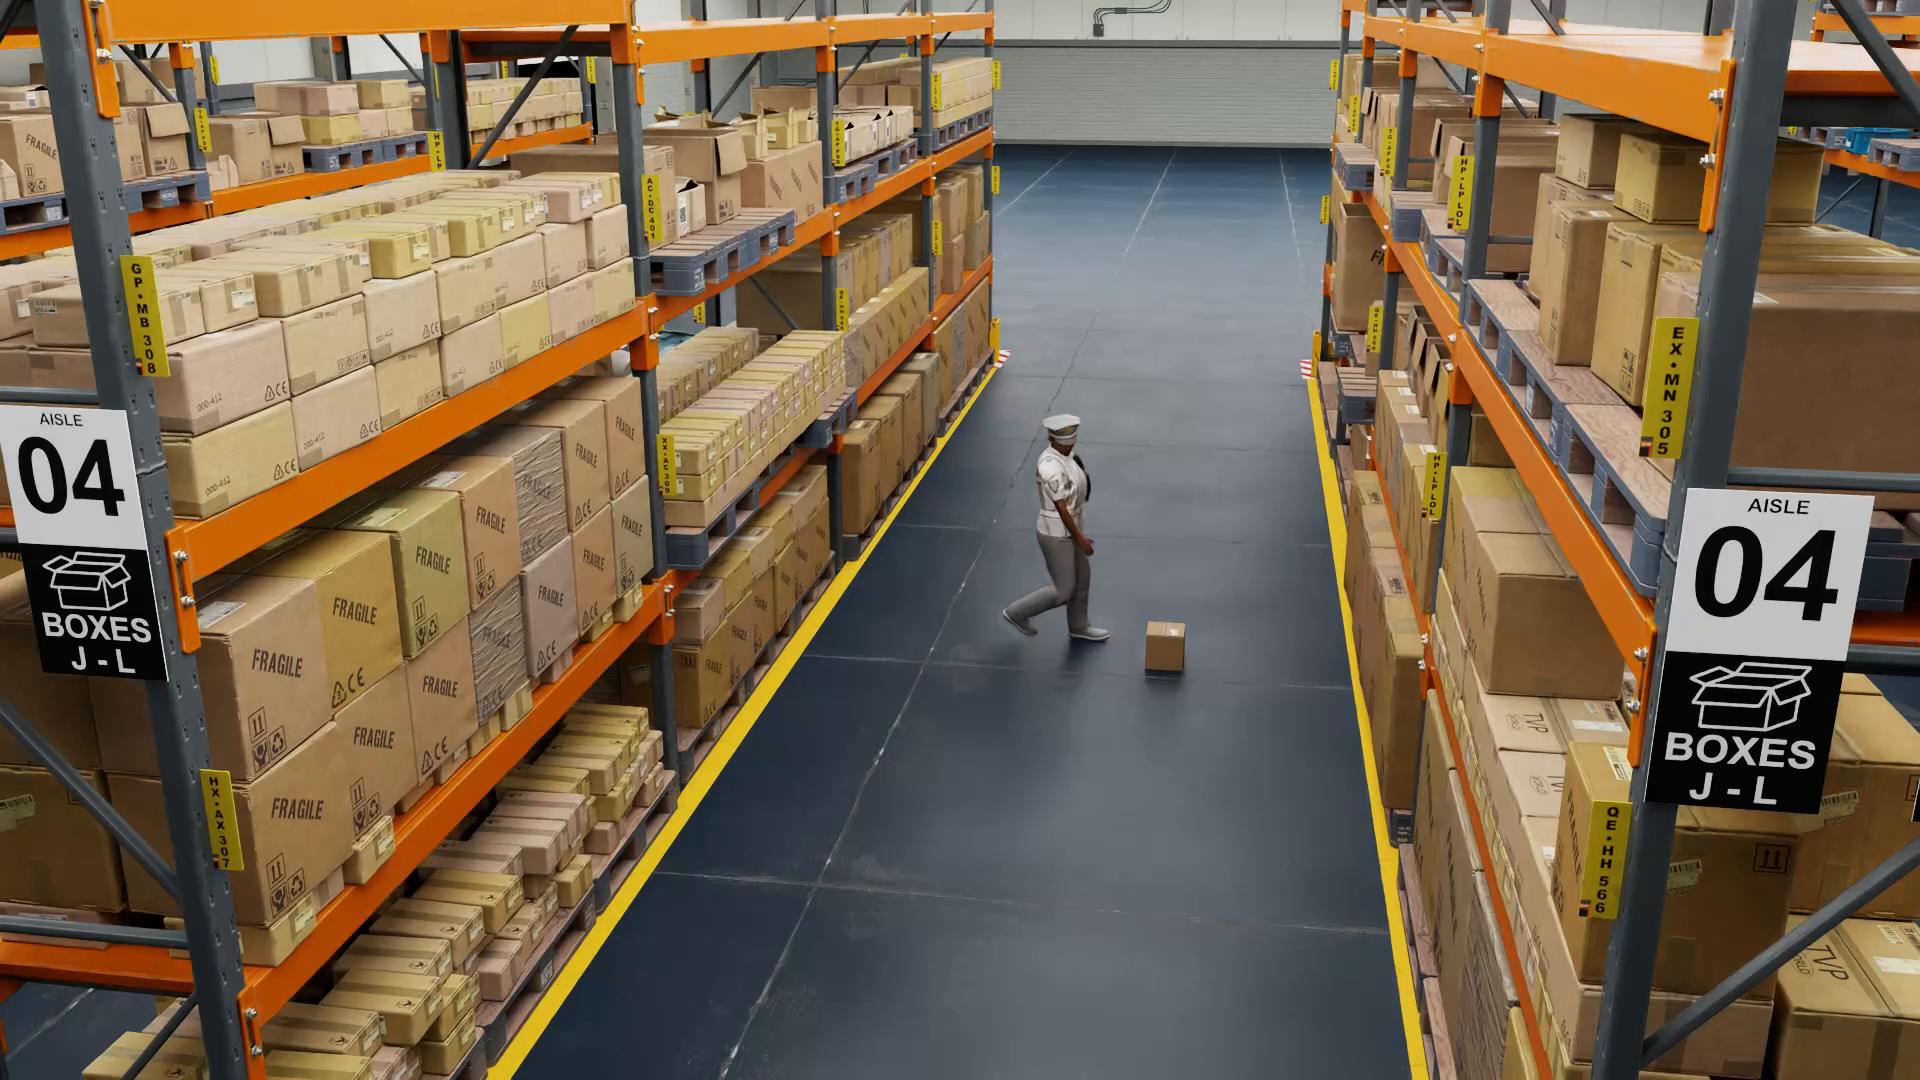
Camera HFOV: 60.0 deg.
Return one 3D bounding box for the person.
[{"bbox_3d":[0.663,-0.061,11.245,0.662,1.634,0.516,6,19,19],"label":"person"}]
